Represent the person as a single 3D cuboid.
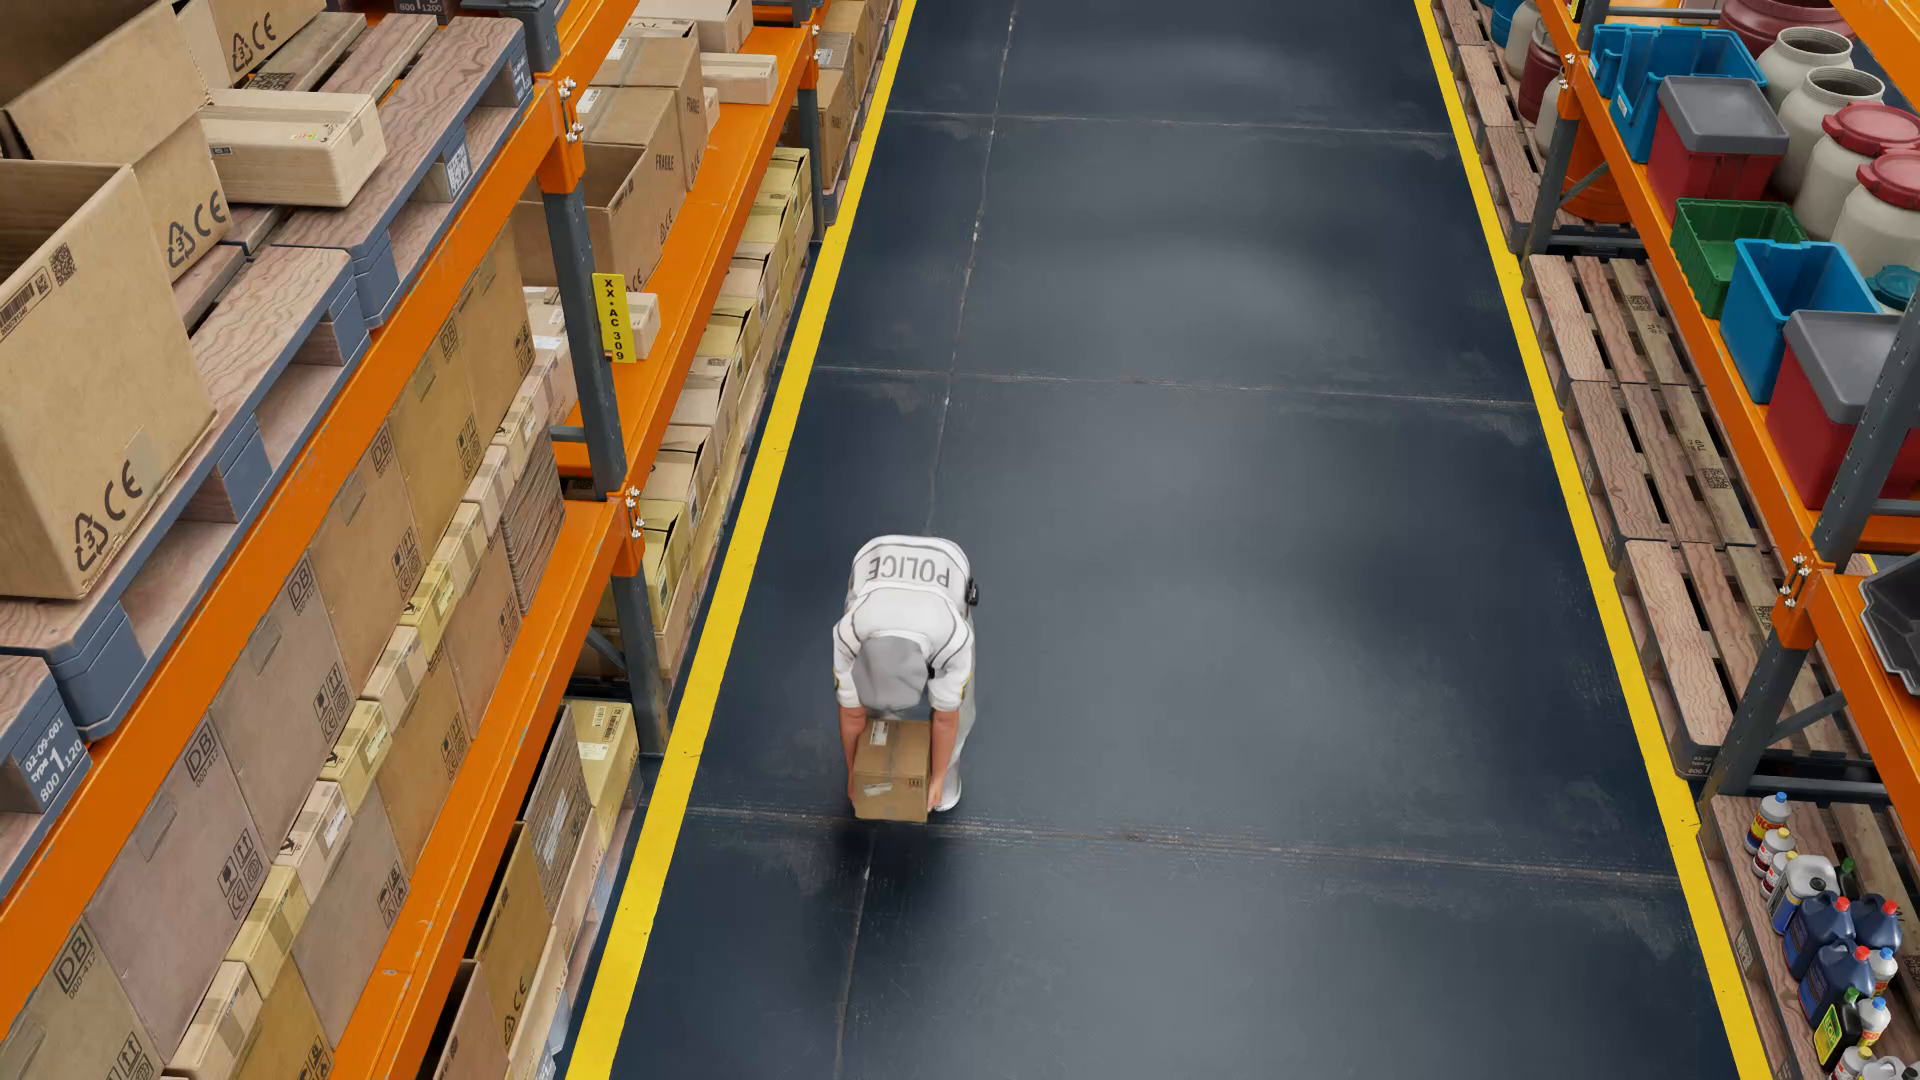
[{"bbox_3d":[-0.200,0.566,5.893,0.511,1.215,0.994,4,40,5],"label":"person"}]
